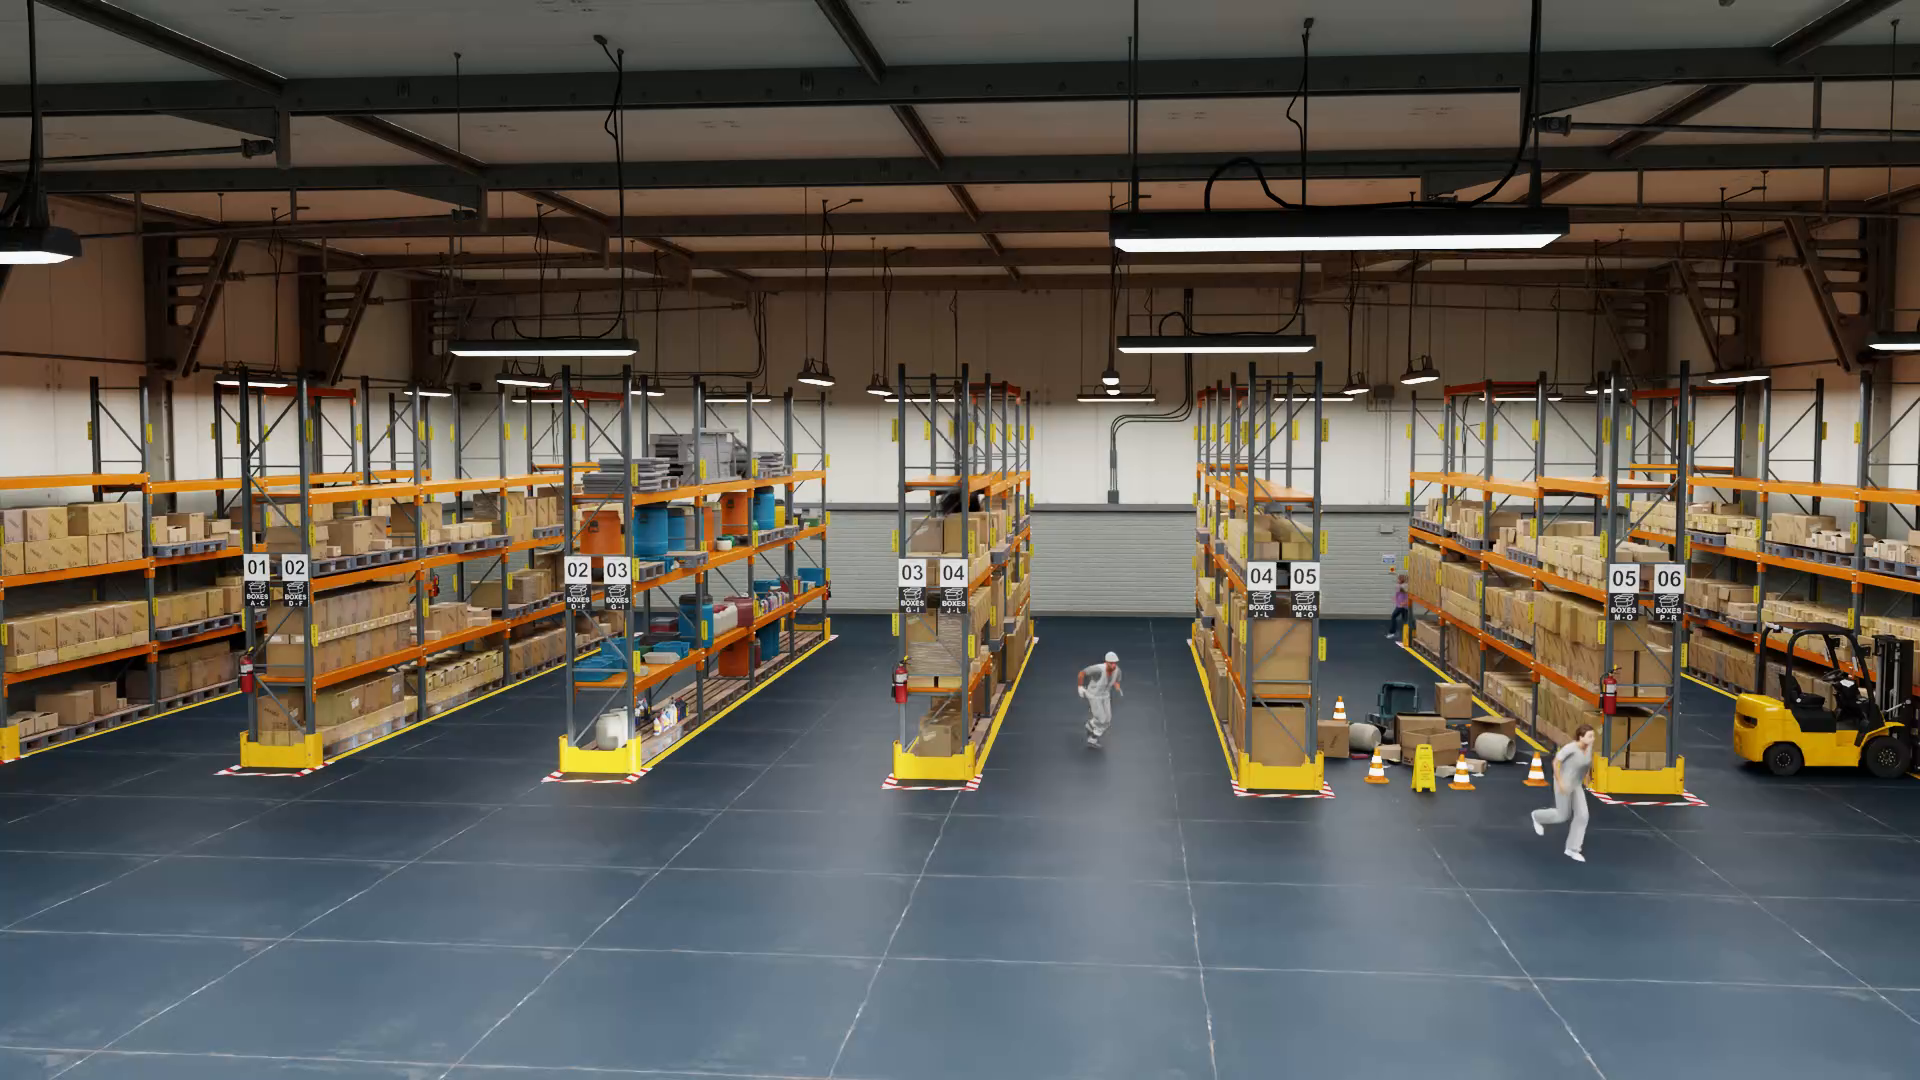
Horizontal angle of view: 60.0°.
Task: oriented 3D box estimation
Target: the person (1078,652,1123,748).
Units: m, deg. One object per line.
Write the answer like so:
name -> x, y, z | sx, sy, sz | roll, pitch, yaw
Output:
person -> 2.207, 2.532, 26.206 | 0.694, 1.591, 0.827 | -2, 4, -30

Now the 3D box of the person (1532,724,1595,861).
person -> 7.193, 2.954, 19.828 | 0.566, 1.619, 0.874 | -2, 4, -32

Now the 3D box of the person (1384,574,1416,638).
person -> 10.709, 1.615, 40.368 | 0.827, 1.589, 0.613 | 1, 4, 20
